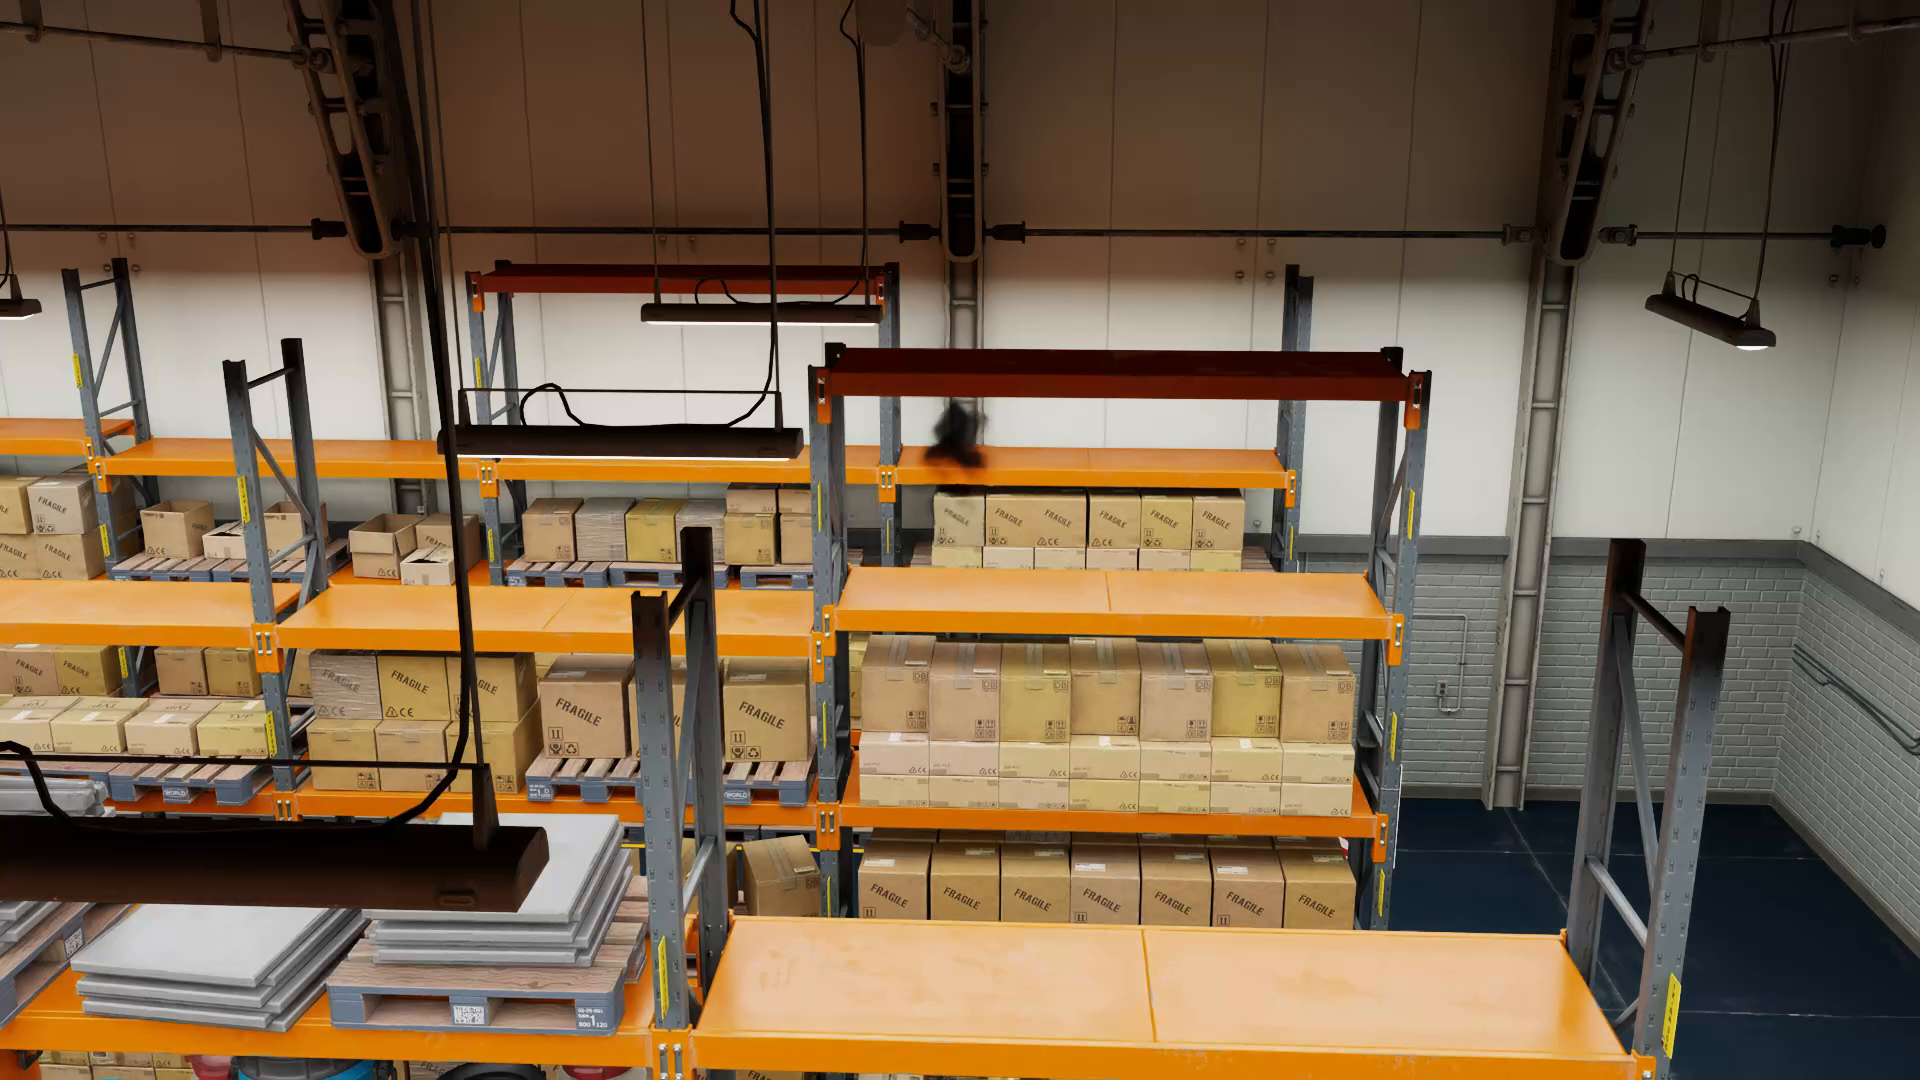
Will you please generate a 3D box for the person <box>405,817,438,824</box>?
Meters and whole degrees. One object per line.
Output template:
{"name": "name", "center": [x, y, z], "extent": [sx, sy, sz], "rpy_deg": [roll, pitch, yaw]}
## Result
{"name": "person", "center": [-4.937, 3.037, 15.164], "extent": [0.720, 1.703, 0.537], "rpy_deg": [-1, 16, -4]}
